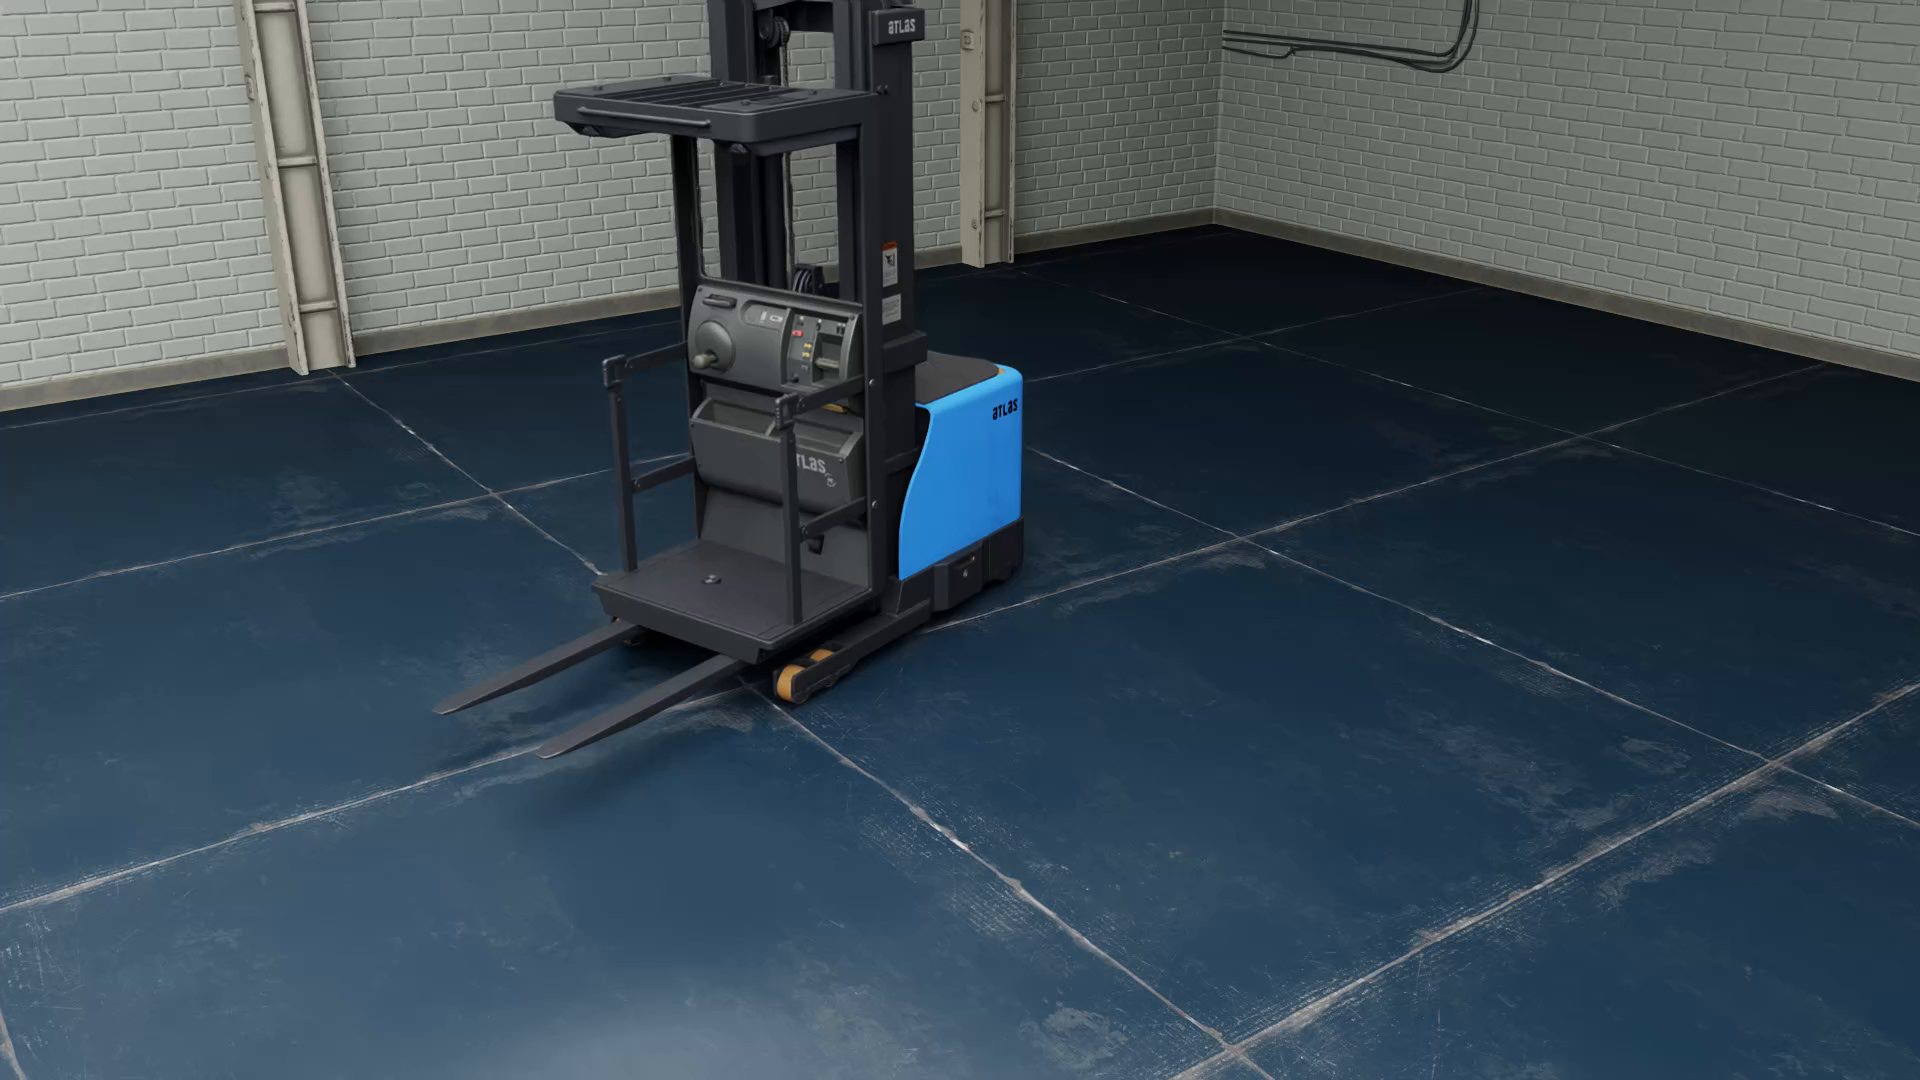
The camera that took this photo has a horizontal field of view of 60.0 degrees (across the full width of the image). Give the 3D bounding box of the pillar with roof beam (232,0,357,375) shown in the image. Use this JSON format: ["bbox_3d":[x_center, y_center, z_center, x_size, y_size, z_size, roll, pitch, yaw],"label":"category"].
[{"bbox_3d":[-2.105,-4.146,7.144,0.400,9.000,9.100,-15,26,-33],"label":"pillar with roof beam"}]

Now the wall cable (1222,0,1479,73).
[{"bbox_3d":[3.415,-5.537,14.820,0.112,2.526,3.097,-15,26,-33],"label":"wall cable"}]

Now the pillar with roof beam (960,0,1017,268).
[{"bbox_3d":[2.765,-5.444,10.398,0.400,9.000,9.100,-15,26,-33],"label":"pillar with roof beam"}]

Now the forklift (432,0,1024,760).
[{"bbox_3d":[-0.945,-0.861,7.100,1.130,2.935,3.031,15,26,33],"label":"forklift"}]
